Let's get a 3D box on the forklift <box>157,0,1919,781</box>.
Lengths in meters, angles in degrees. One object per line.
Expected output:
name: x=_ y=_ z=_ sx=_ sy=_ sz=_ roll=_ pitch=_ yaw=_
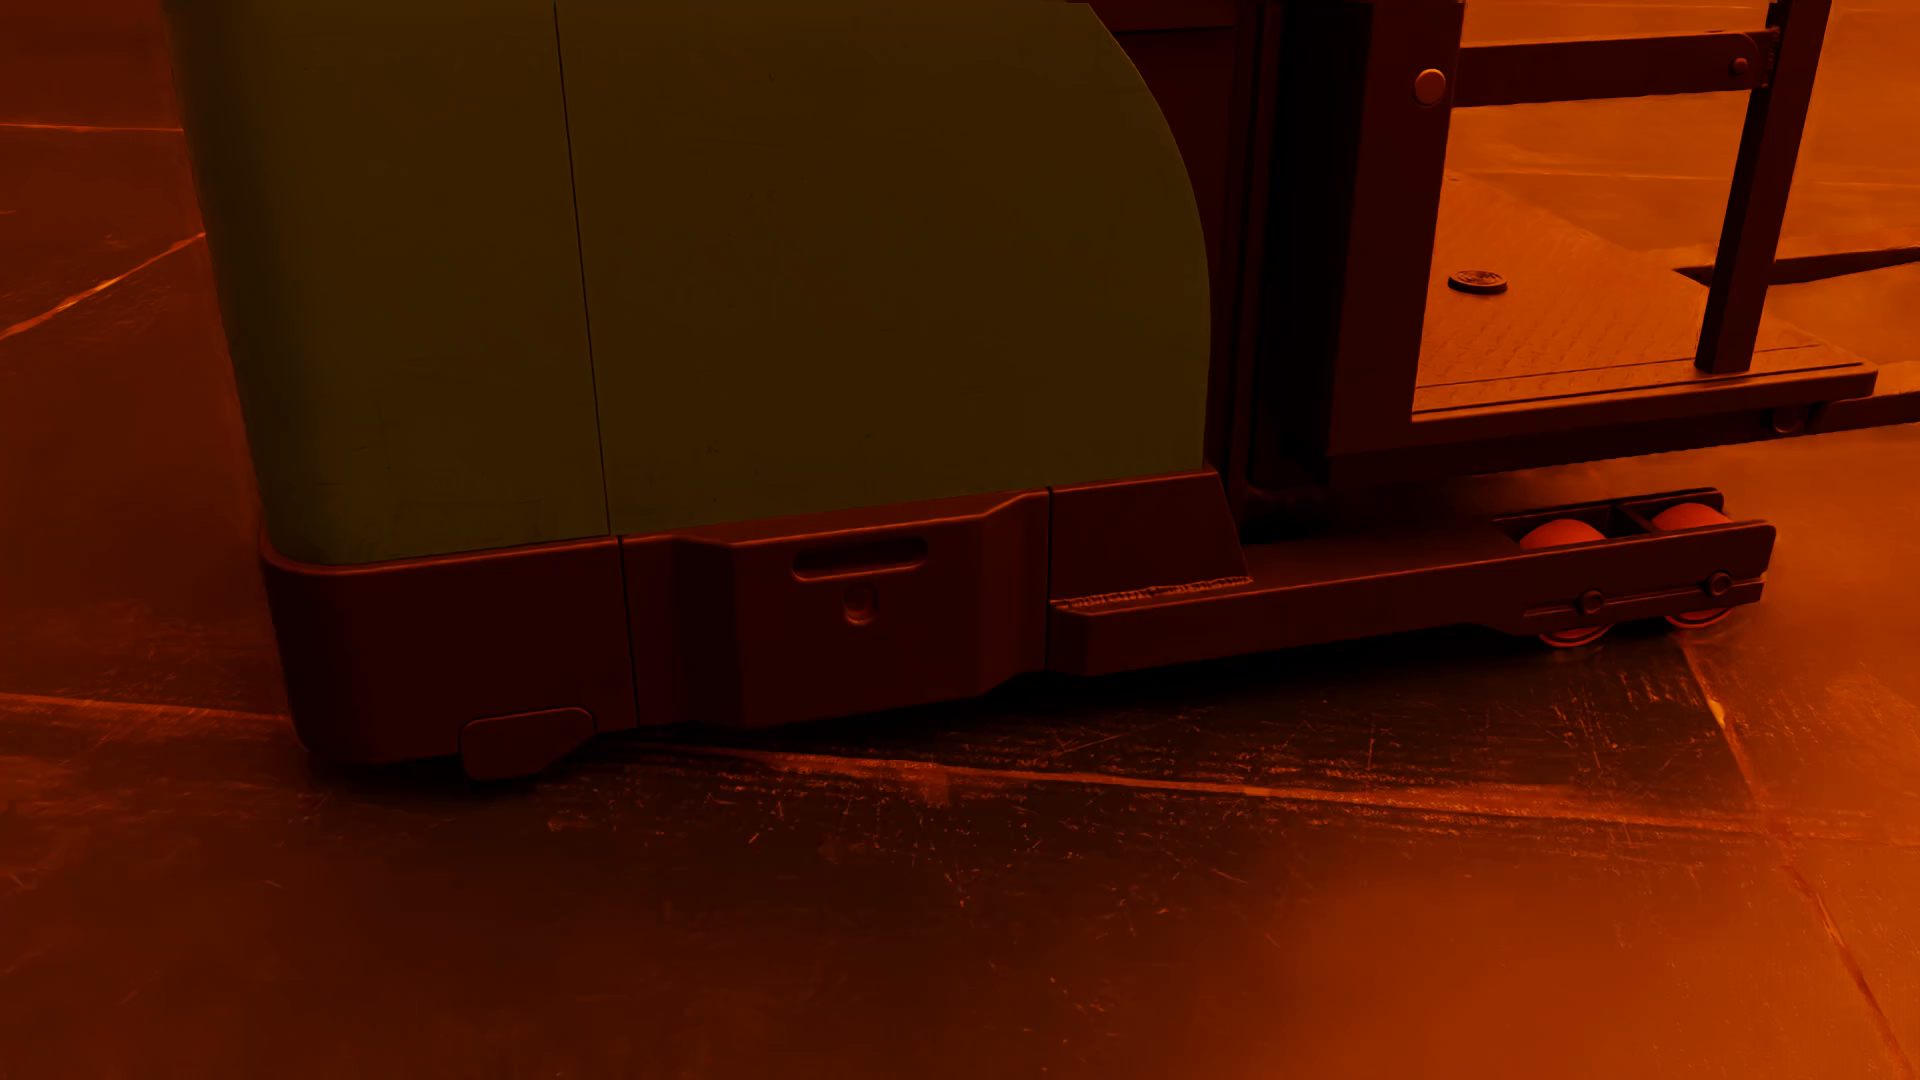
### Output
forklift: x=0.591 y=-1.389 z=2.002 sx=3.031 sy=2.935 sz=1.130 roll=-7 pitch=27 yaw=-14
